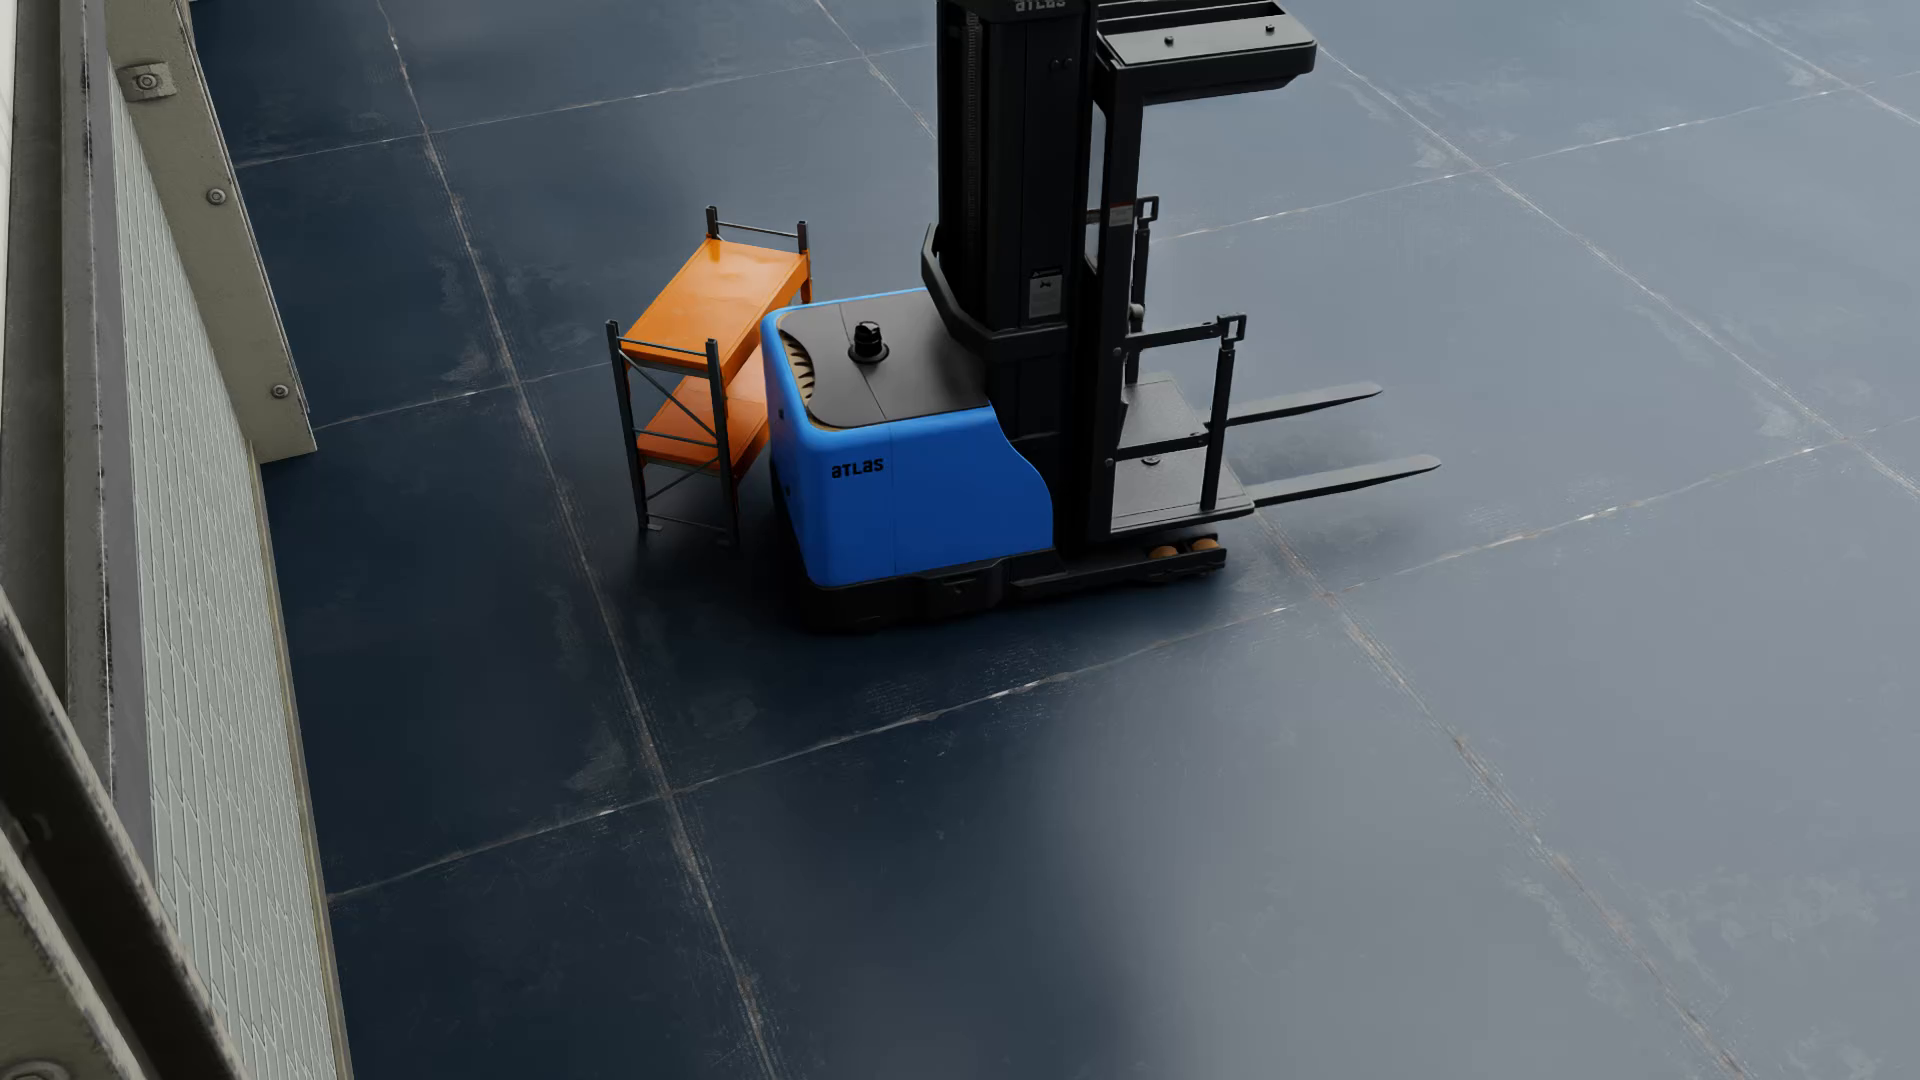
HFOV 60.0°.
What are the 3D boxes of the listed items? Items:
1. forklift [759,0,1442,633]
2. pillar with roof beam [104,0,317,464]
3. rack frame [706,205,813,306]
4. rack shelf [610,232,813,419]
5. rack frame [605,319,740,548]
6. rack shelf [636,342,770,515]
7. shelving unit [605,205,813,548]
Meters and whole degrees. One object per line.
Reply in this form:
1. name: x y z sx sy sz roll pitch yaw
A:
1. forklift: 0.697 -1.243 6.867 3.031 2.935 1.130 -10 42 -12
2. pillar with roof beam: 0.597 -5.005 6.588 9.100 9.000 0.400 -15 43 -17
3. rack frame: -0.942 -1.078 8.060 0.500 1.125 0.032 12 42 13
4. rack shelf: -1.097 -0.985 7.502 0.538 0.278 1.000 12 42 13
5. rack frame: -1.252 -0.447 7.326 0.500 1.125 0.032 12 42 13
6. rack shelf: -1.097 -0.577 7.852 0.538 0.278 1.000 12 42 13
7. shelving unit: -1.097 -0.763 7.693 0.538 1.125 1.048 12 42 13
